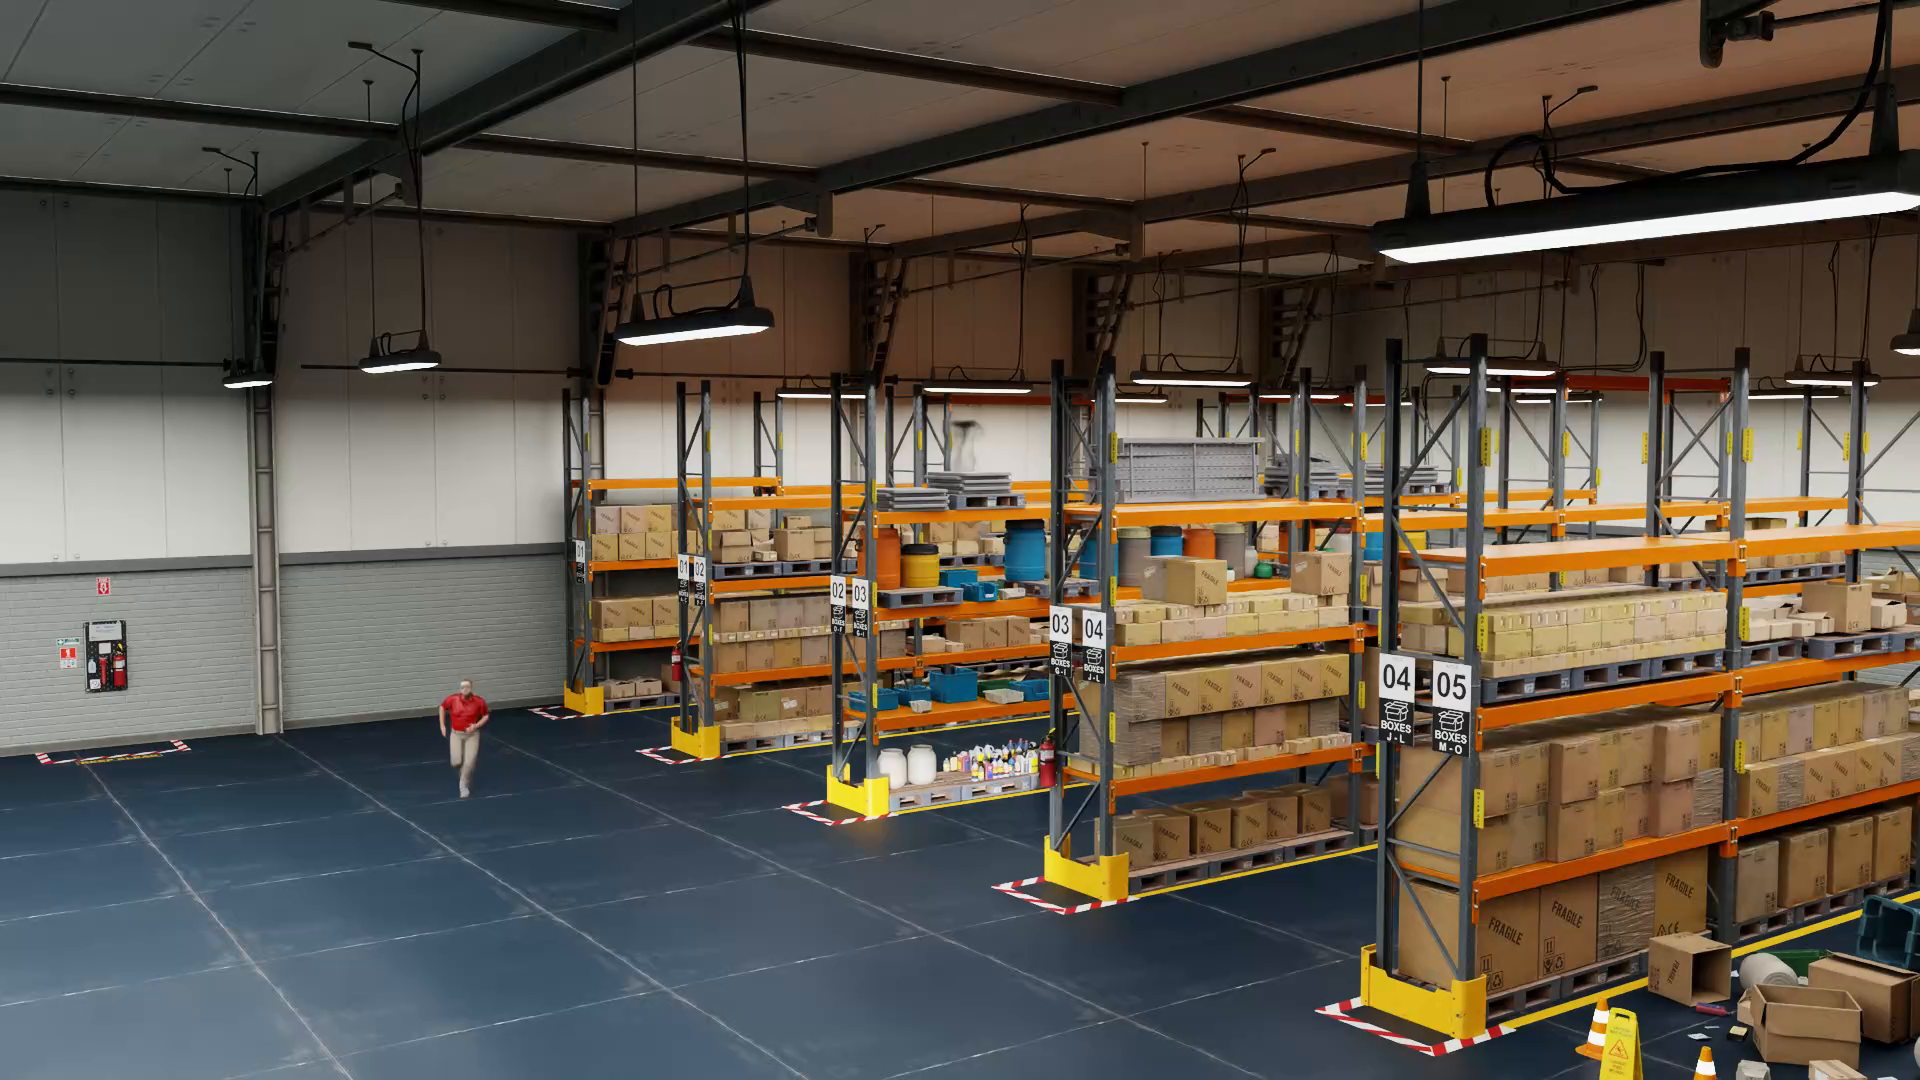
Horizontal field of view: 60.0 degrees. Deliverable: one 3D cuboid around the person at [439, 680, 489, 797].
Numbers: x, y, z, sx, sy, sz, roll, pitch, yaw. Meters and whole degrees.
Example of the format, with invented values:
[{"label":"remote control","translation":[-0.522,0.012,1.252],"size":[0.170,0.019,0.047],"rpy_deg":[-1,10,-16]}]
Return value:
[{"label":"person","translation":[-7.076,2.822,23.727],"size":[0.704,1.681,0.691],"rpy_deg":[-1,4,-10]}]
